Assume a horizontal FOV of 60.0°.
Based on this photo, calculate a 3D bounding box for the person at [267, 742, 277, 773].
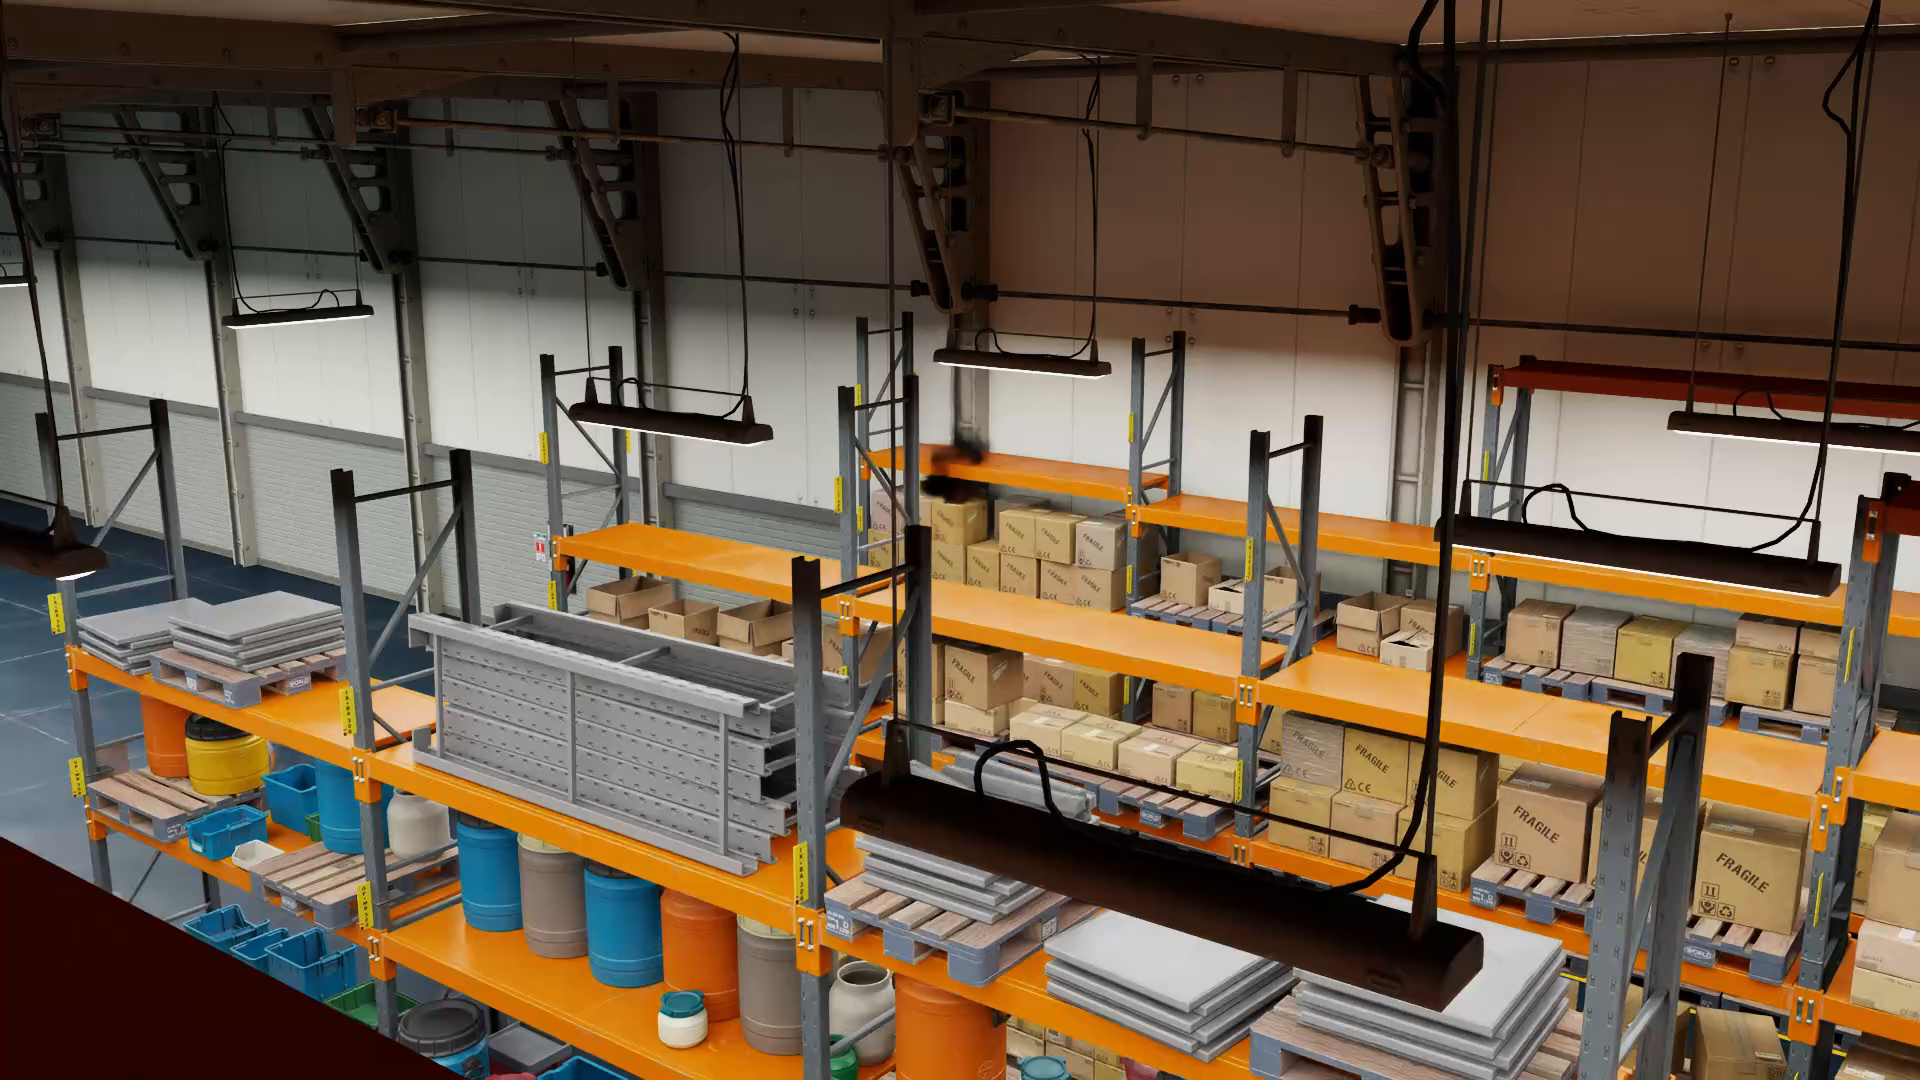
[{"bbox_3d":[-8.242,2.839,19.459,0.645,1.591,0.599,-7,15,-27],"label":"person"}]
